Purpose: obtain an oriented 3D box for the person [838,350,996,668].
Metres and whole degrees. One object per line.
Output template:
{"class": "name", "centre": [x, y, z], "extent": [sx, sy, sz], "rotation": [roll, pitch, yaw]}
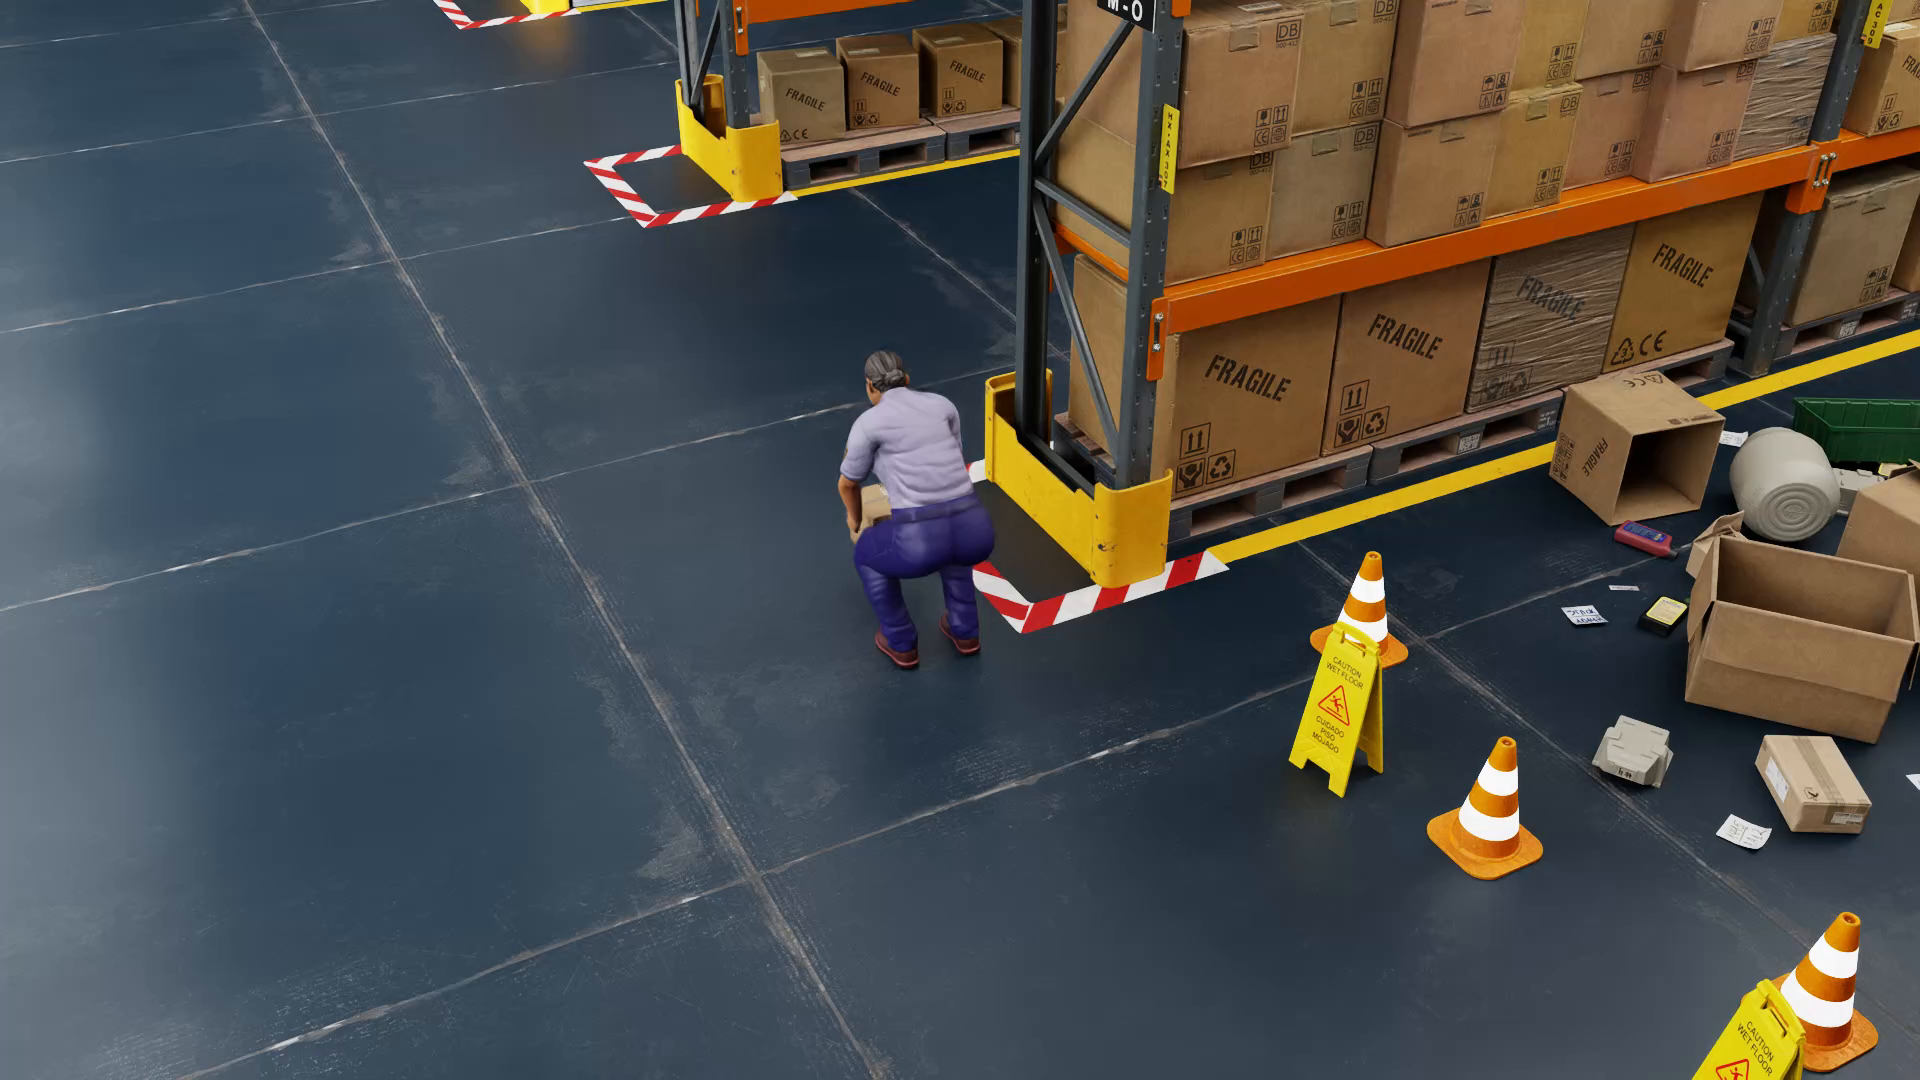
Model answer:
{"class": "person", "centre": [-0.184, -0.087, 6.686], "extent": [0.540, 1.217, 0.727], "rotation": [-13, 35, -19]}
